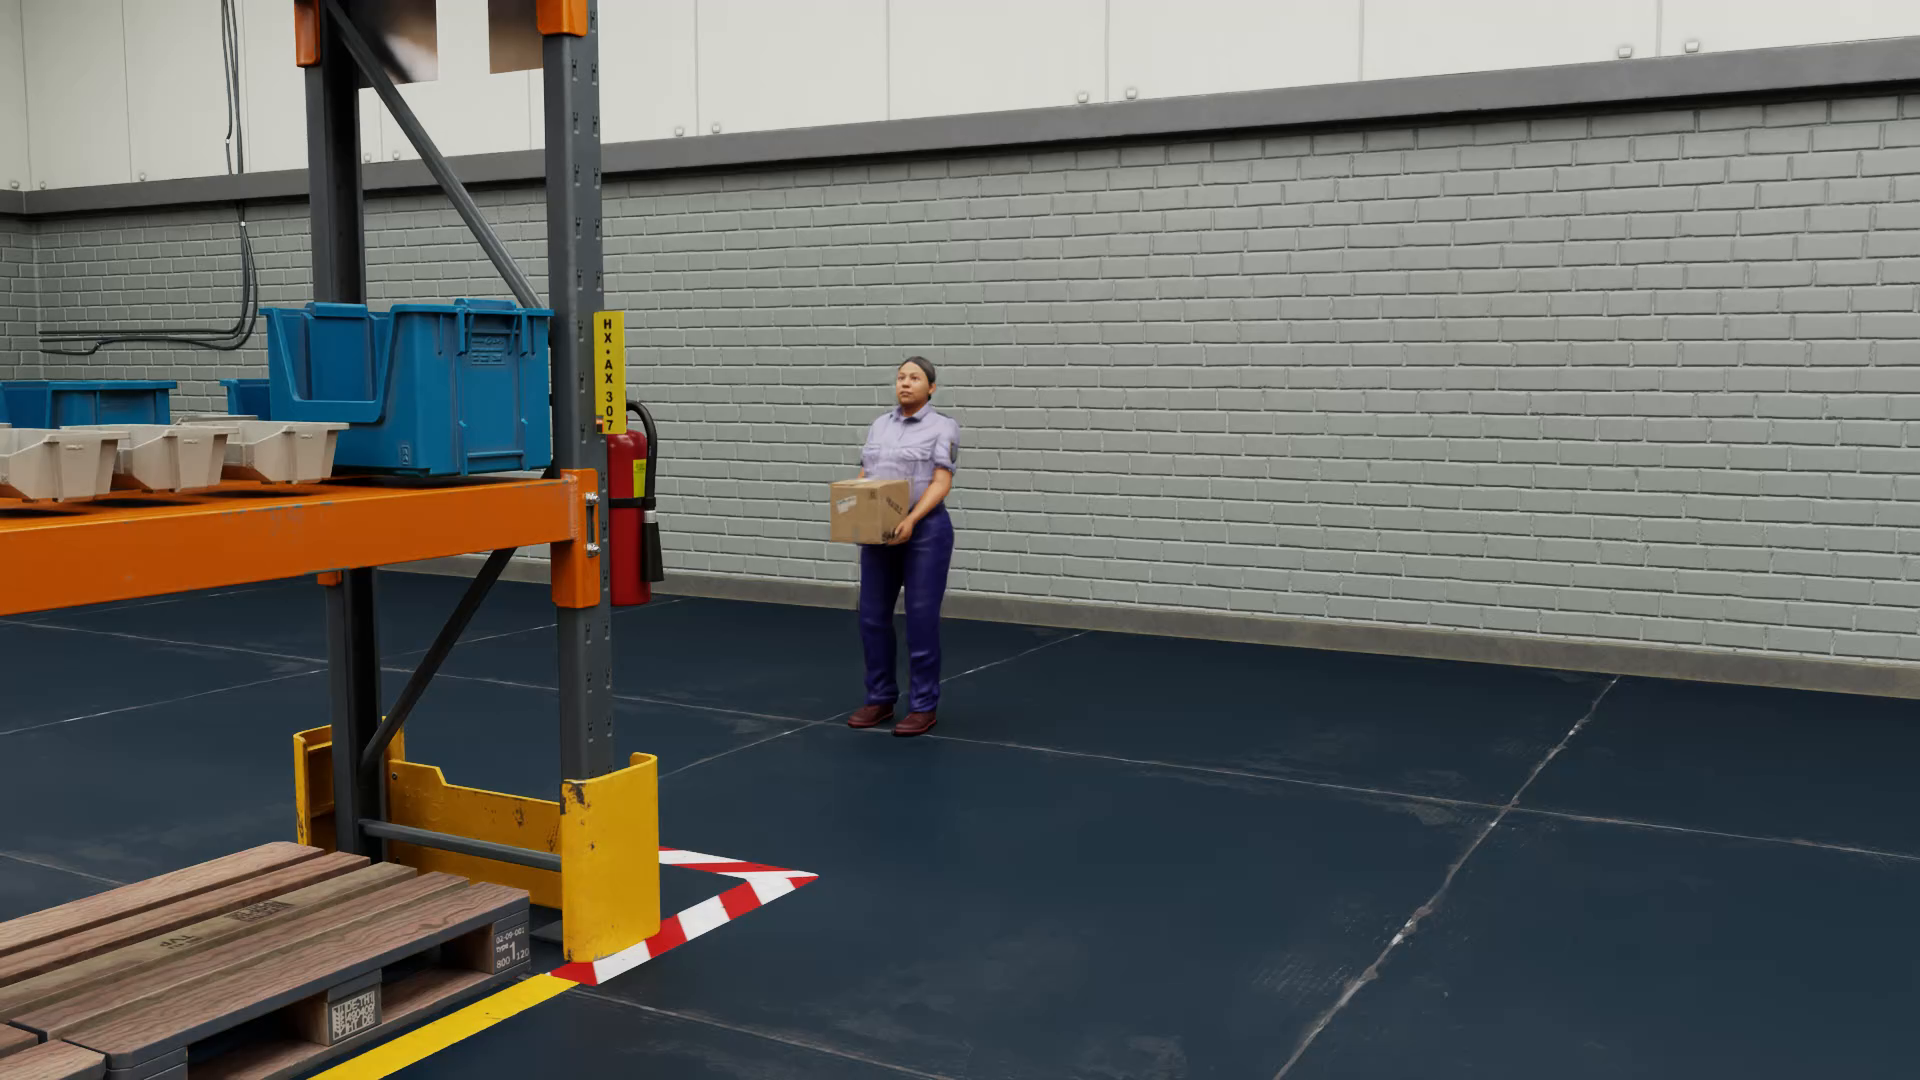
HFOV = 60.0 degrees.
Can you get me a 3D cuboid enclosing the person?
[{"bbox_3d":[-0.274,0.020,7.273,0.475,1.641,0.512,3,7,27],"label":"person"}]
